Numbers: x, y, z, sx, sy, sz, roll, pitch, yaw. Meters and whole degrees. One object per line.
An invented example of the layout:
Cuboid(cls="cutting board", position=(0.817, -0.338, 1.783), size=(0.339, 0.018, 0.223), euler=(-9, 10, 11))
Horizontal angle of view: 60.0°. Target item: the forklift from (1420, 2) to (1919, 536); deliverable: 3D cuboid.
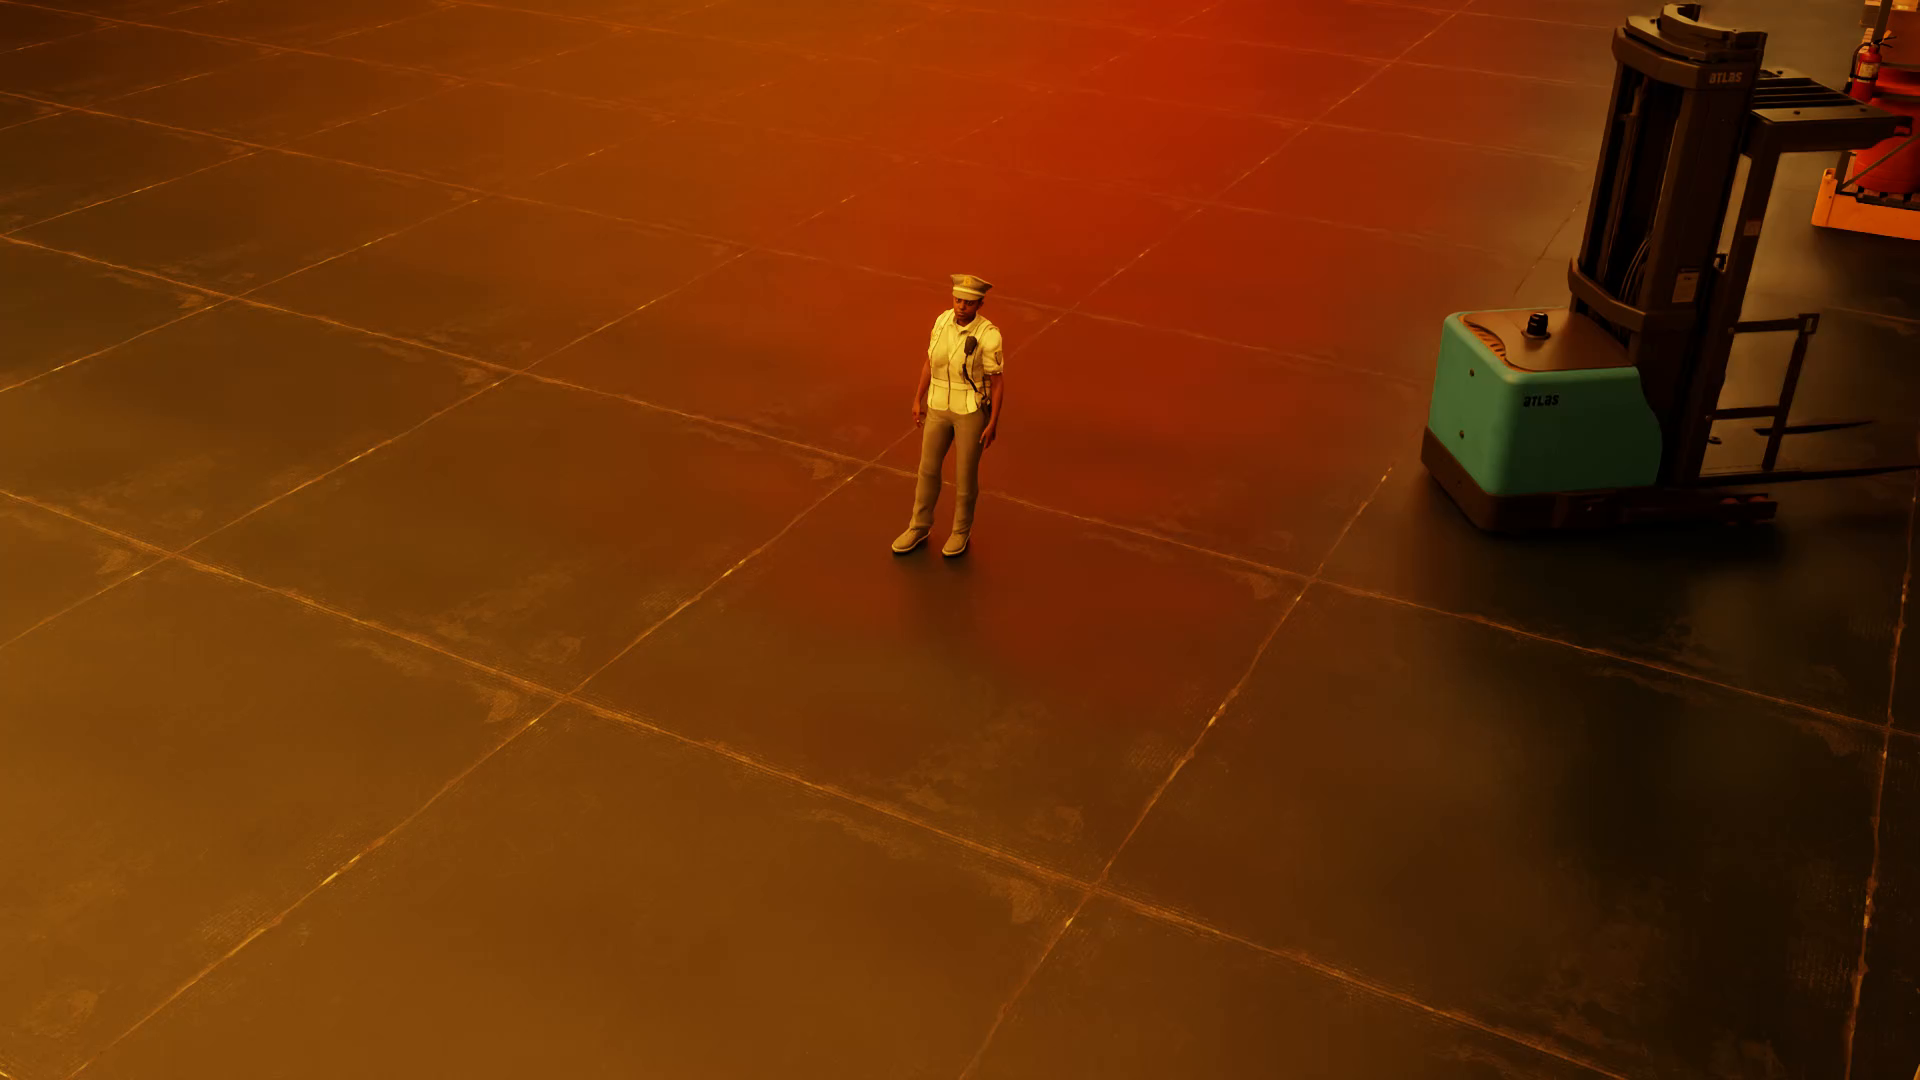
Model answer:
Cuboid(cls="forklift", position=(4.539, -1.615, 9.870), size=(3.031, 2.935, 1.130), euler=(-4, 30, -7))

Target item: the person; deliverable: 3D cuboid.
Cuboid(cls="person", position=(-0.053, -0.712, 9.527), size=(0.570, 1.697, 0.528), euler=(15, 33, 25))
